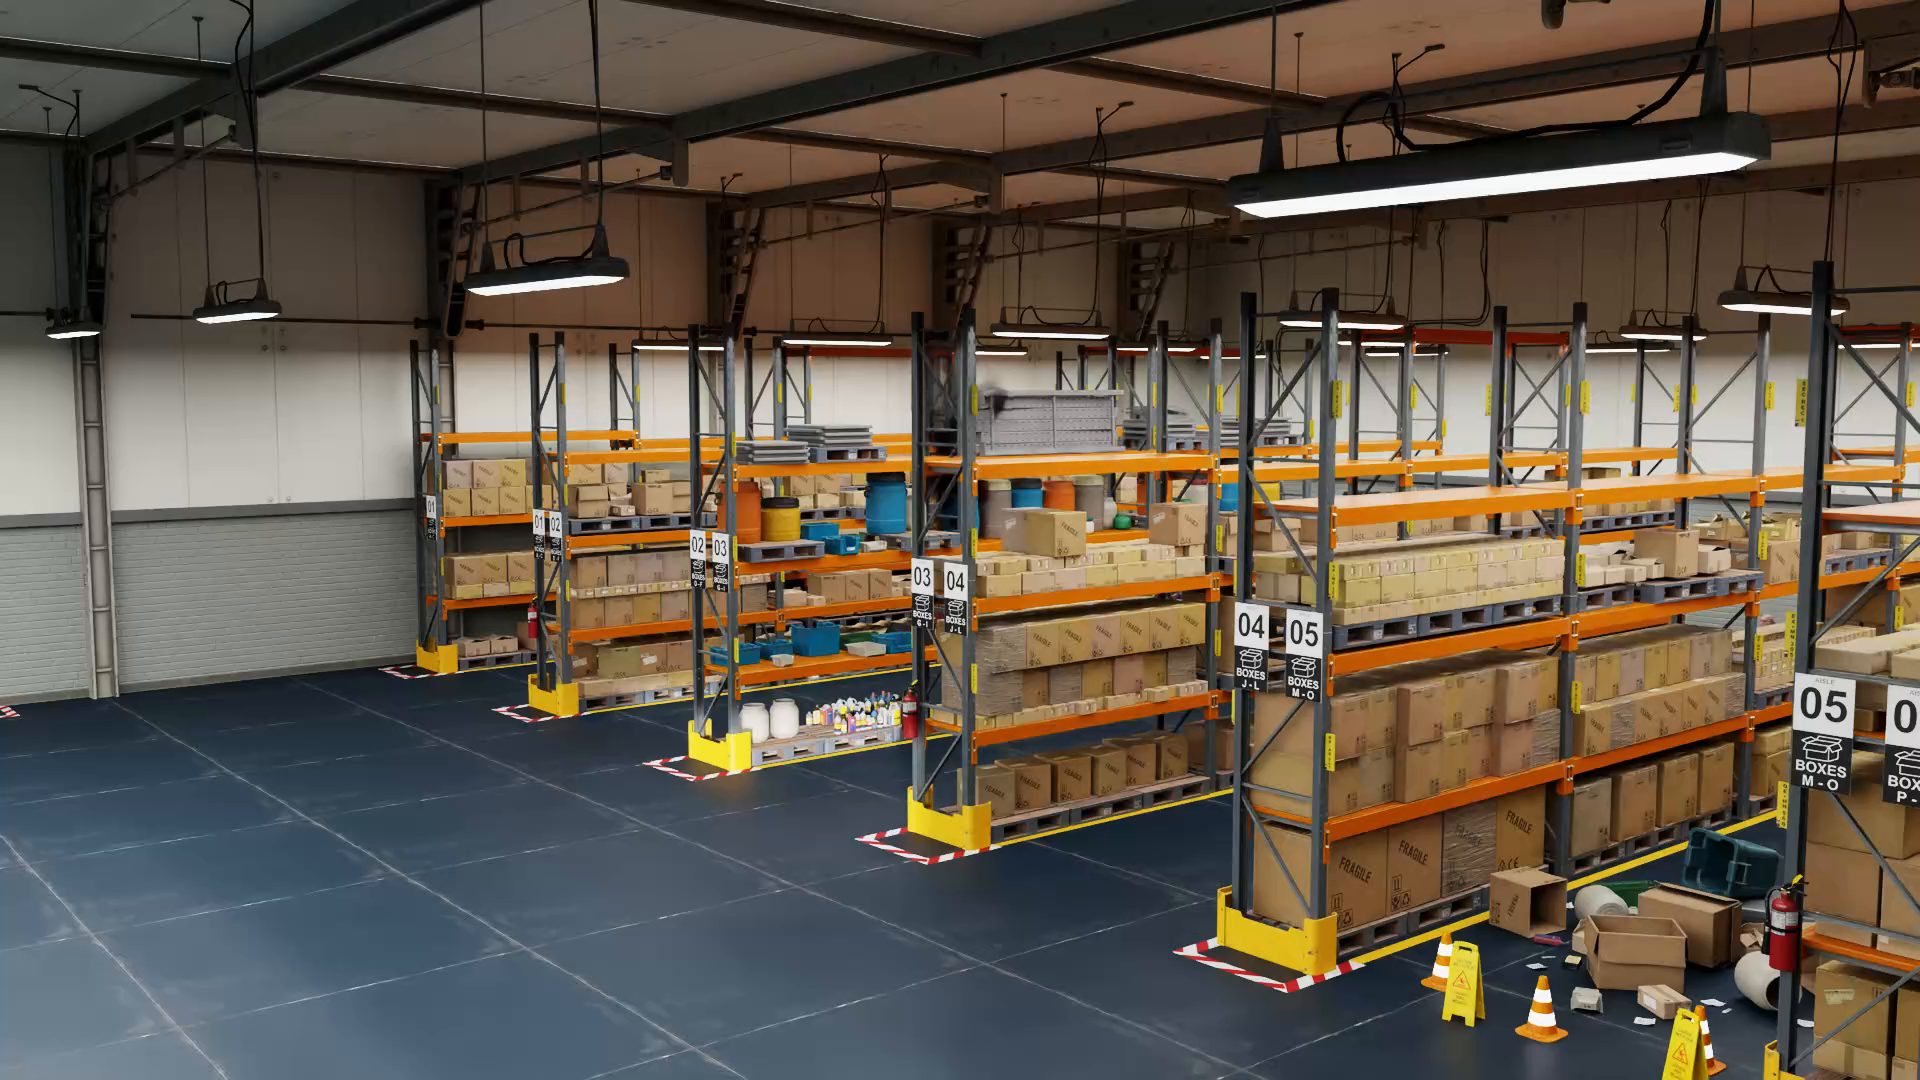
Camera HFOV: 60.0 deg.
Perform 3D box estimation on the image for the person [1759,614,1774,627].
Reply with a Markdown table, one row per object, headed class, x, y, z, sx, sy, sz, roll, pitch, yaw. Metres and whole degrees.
| class | x | y | z | sx | sy | sz | roll | pitch | yaw |
| --- | --- | --- | --- | --- | --- | --- | --- | --- | --- |
| person | 12.122 | 1.990 | 25.061 | 0.826 | 1.758 | 0.712 | -3 | 6 | -30 |
